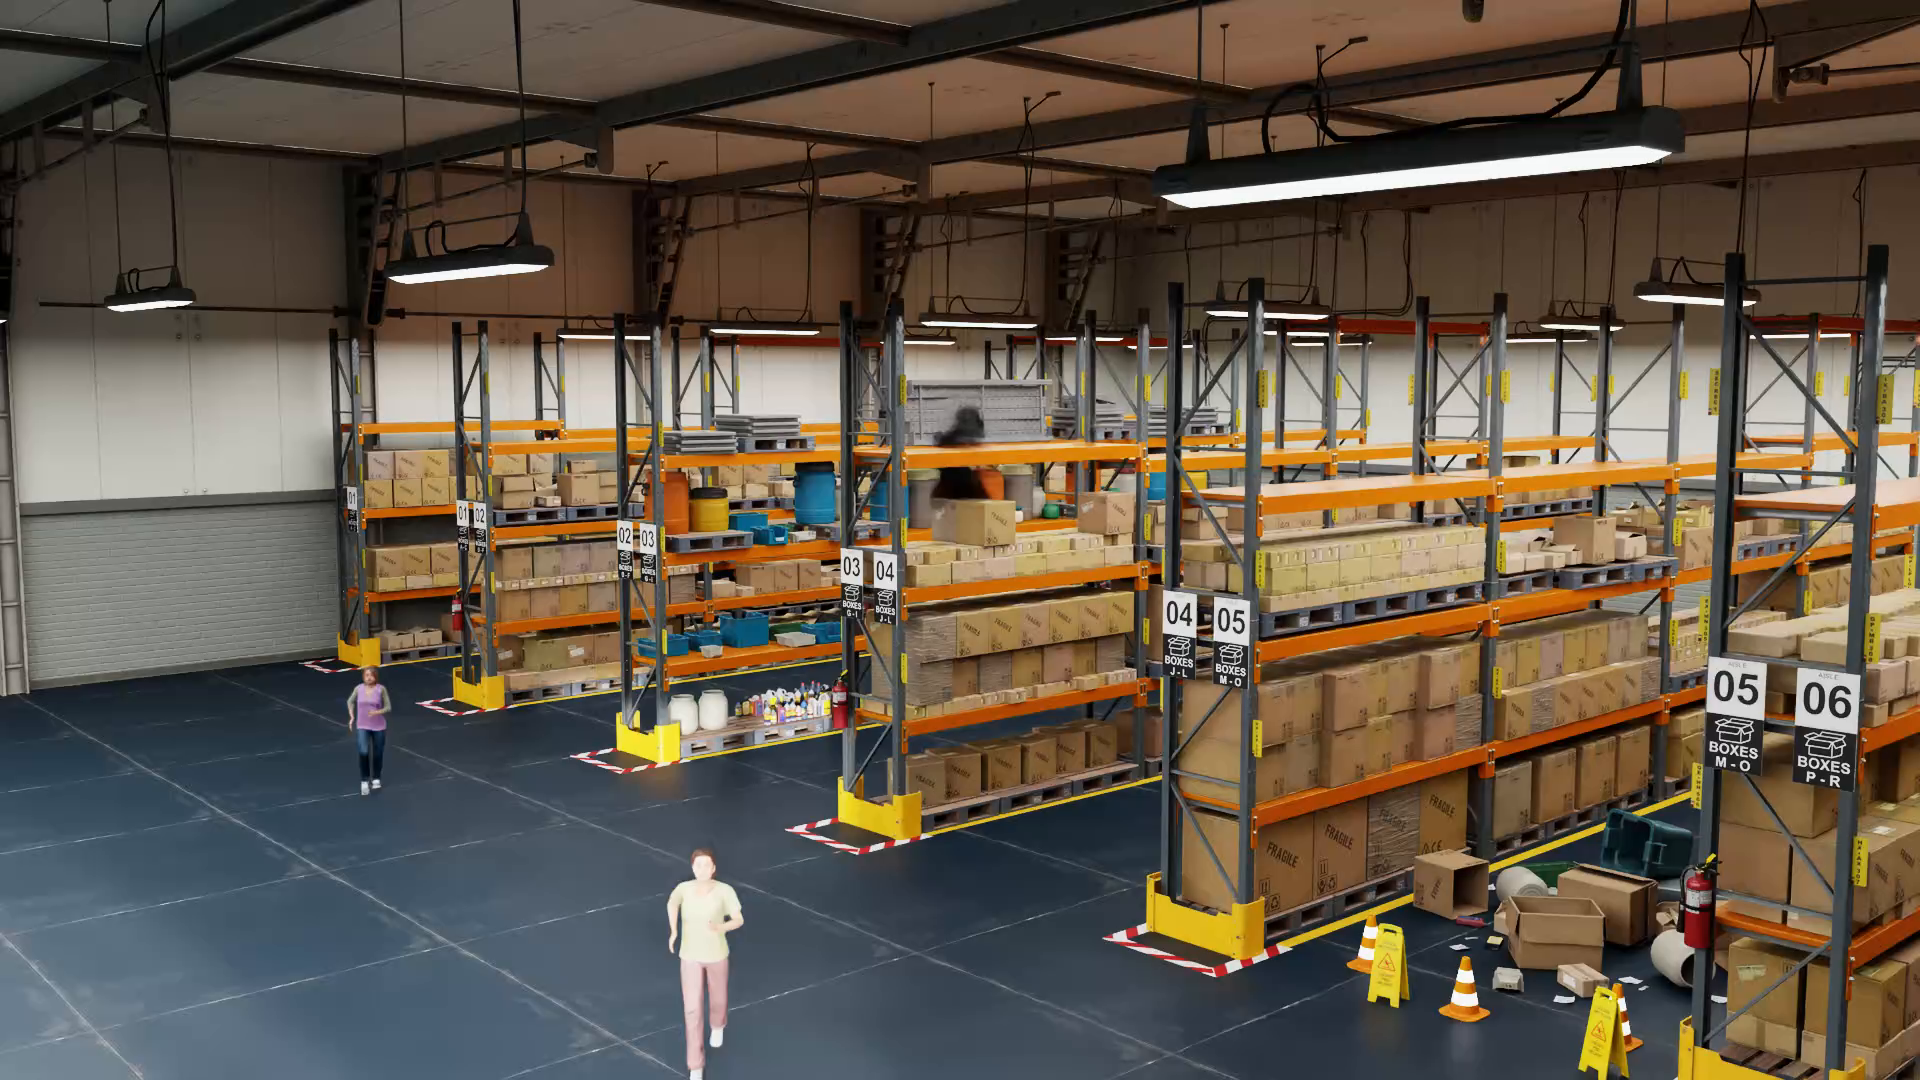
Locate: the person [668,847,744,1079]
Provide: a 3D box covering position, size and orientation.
[{"bbox_3d":[-1.886,3.093,12.314,0.571,1.658,0.967,-1,6,-6],"label":"person"}]

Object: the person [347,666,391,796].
[{"bbox_3d":[-7.268,2.355,20.487,0.512,1.568,0.664,-2,6,-19],"label":"person"}]
